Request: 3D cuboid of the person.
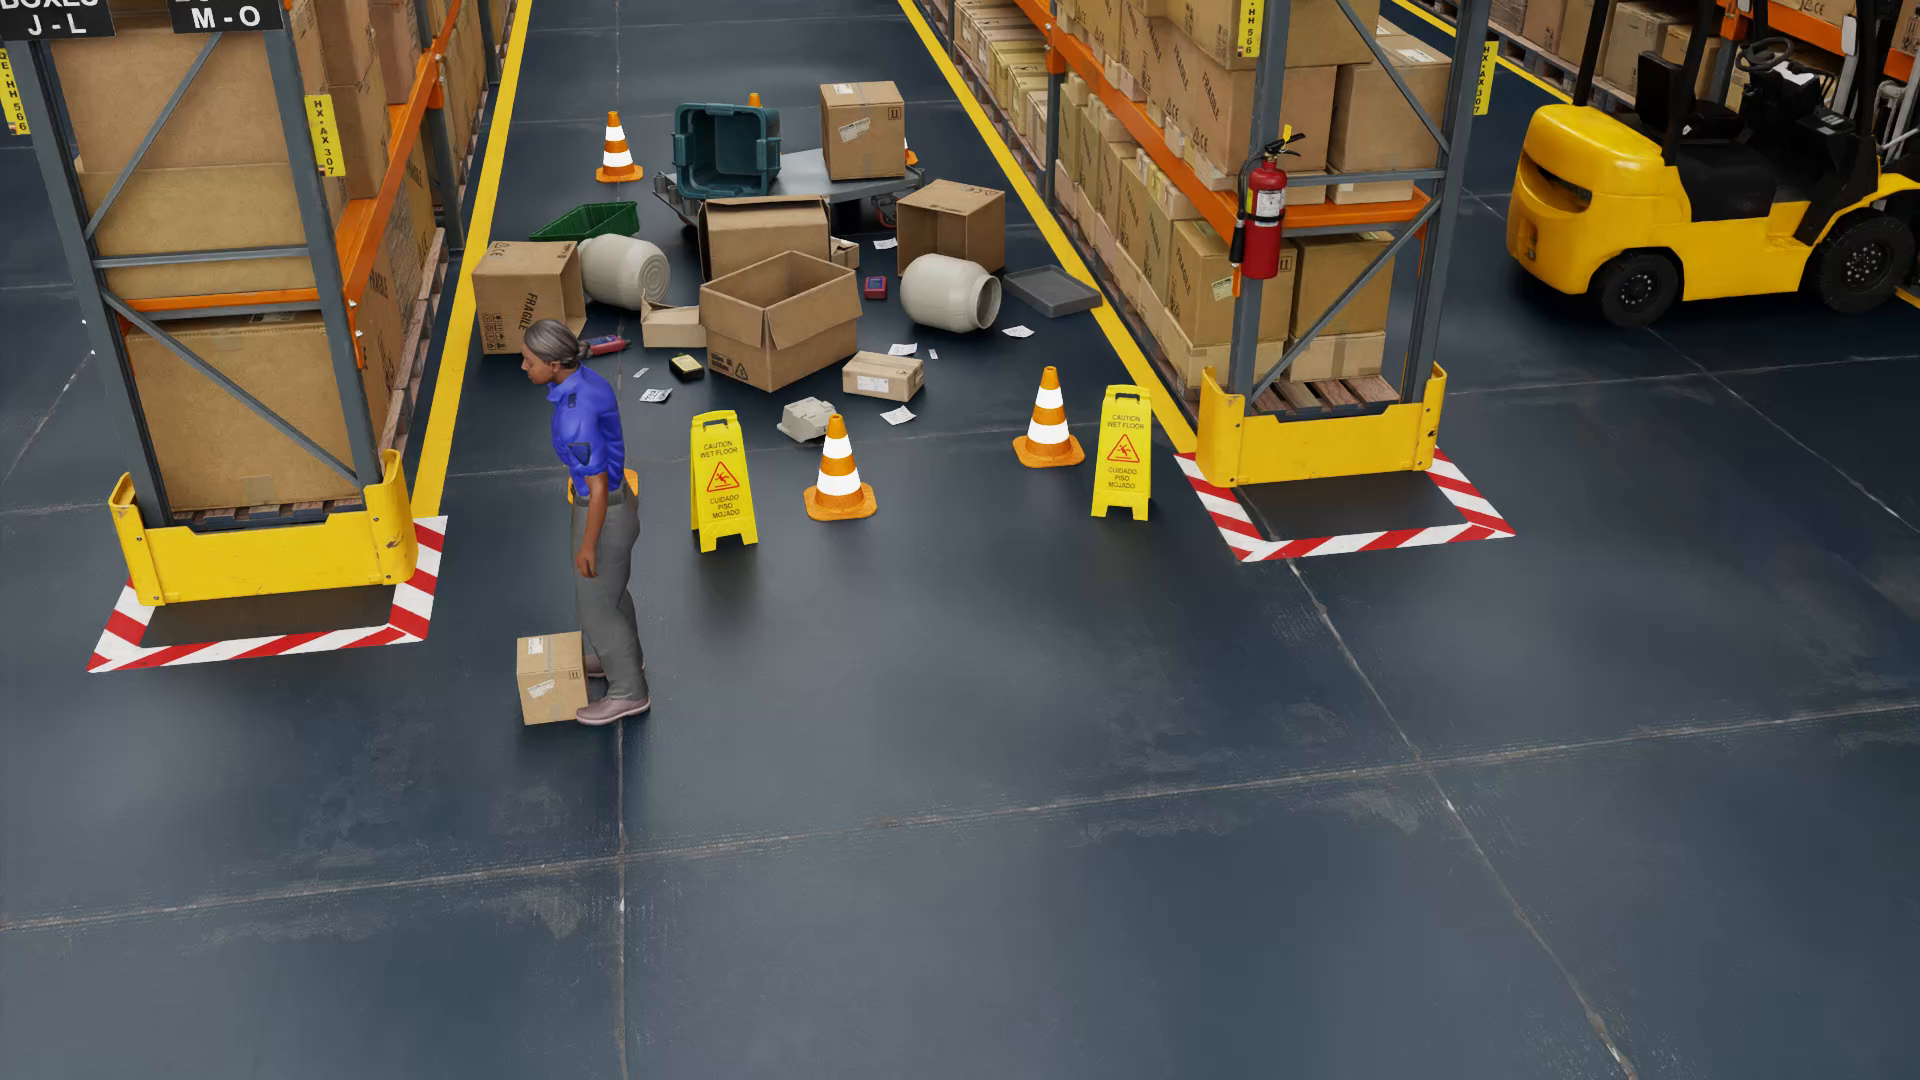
[{"bbox_3d":[-1.387,-0.083,6.276,0.352,1.654,0.512,-6,31,-9],"label":"person"}]
